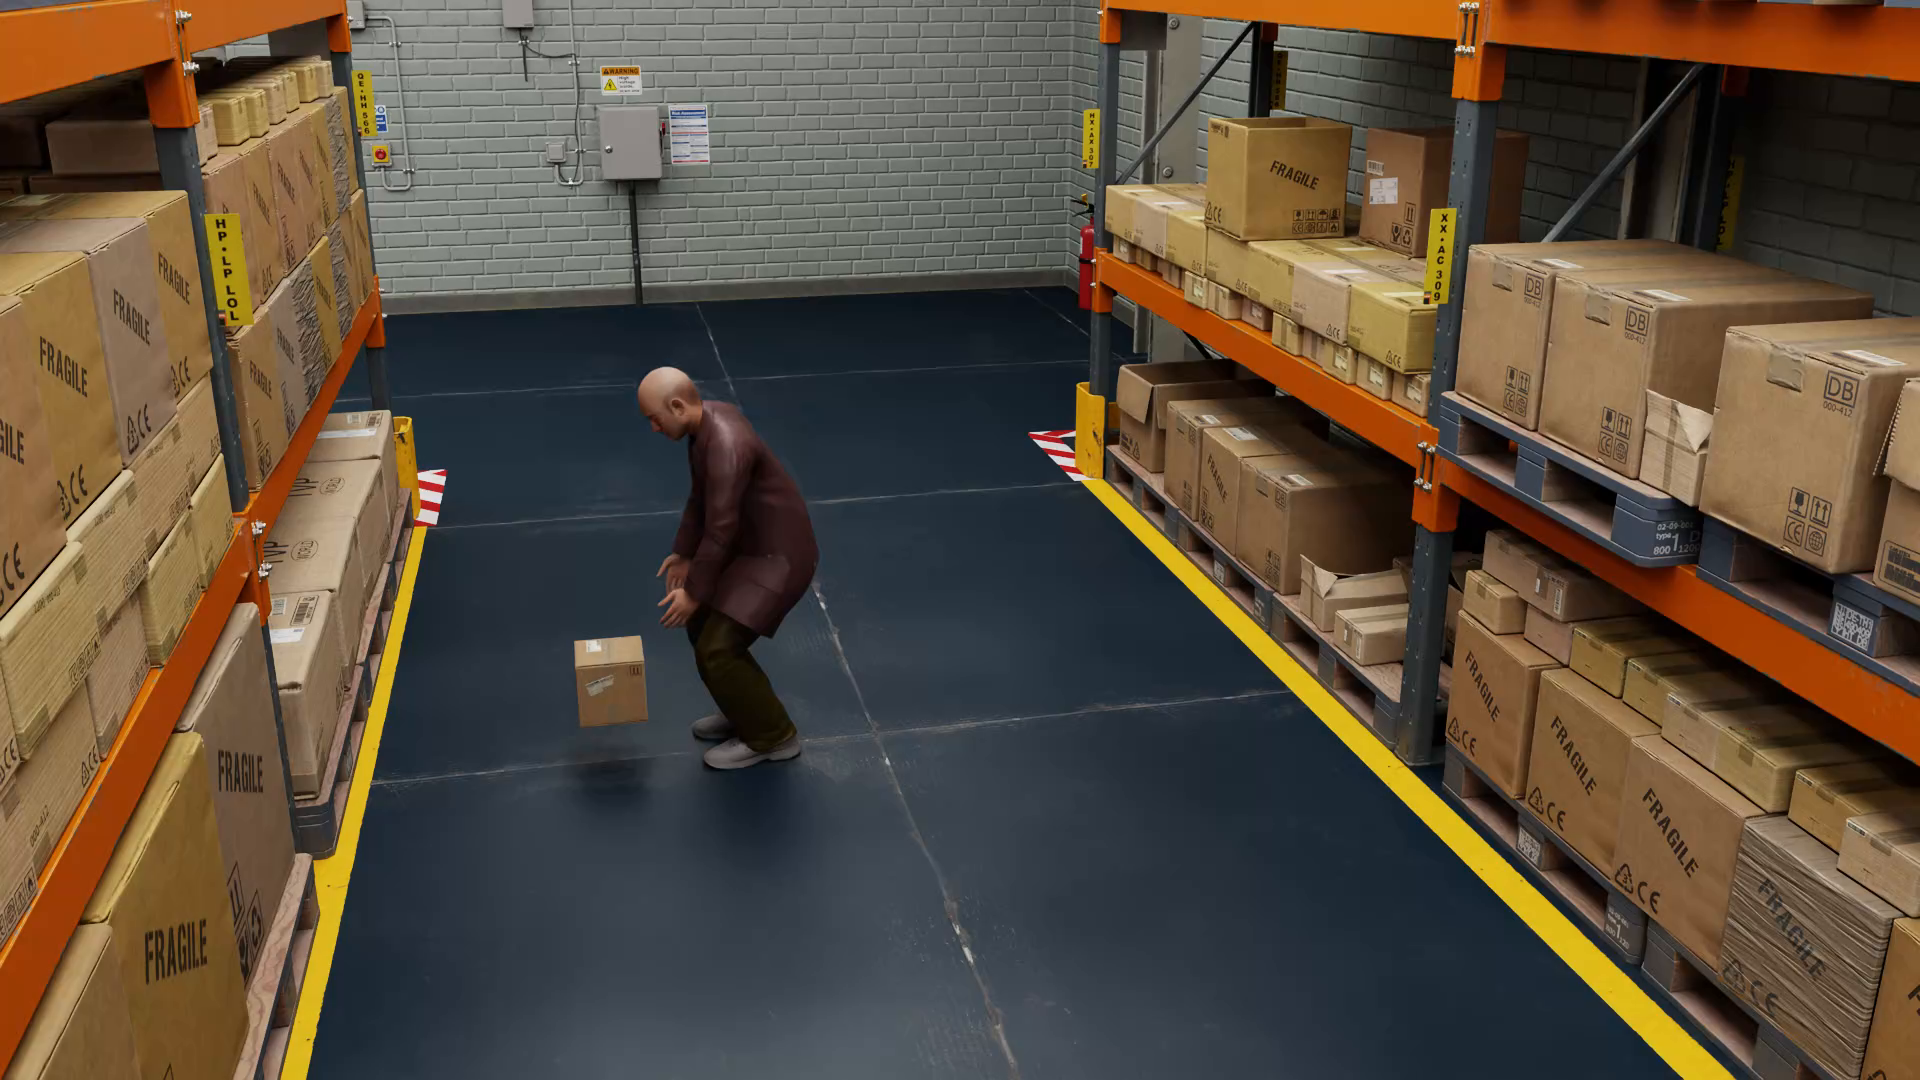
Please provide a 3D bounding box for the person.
[{"bbox_3d":[-0.838,0.099,6.199,0.636,1.526,0.626,-4,20,-12],"label":"person"}]
